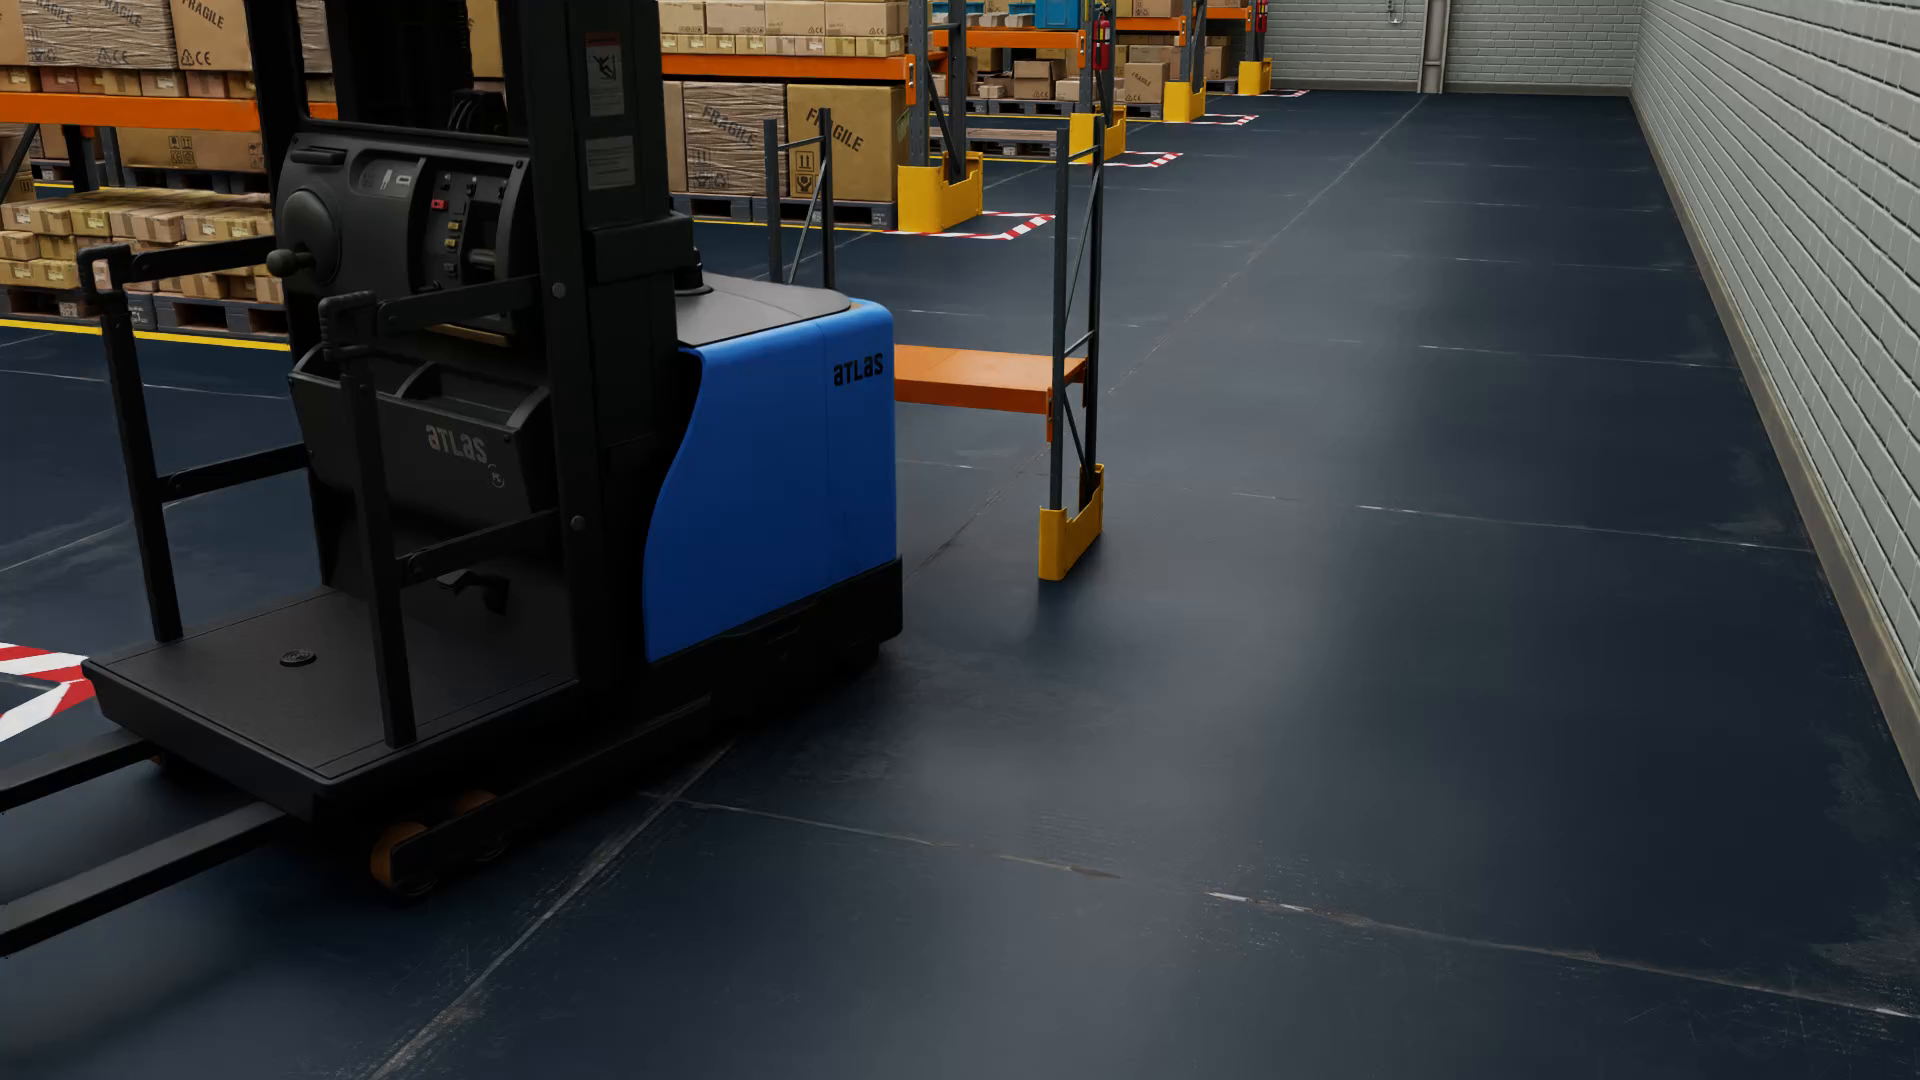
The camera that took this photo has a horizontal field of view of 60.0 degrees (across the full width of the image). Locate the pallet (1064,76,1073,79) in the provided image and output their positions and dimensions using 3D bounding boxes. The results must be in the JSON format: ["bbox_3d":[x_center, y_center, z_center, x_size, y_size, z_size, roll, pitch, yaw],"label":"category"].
[{"bbox_3d":[1.620,-7.625,27.630,1.213,0.211,1.003,7,20,18],"label":"pallet"}]

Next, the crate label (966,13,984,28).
[{"bbox_3d":[0.085,-5.530,17.692,0.243,0.136,0.396,7,20,18],"label":"crate label"}]

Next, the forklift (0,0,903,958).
[{"bbox_3d":[-1.470,-0.761,3.806,1.130,2.935,3.031,14,24,35],"label":"forklift"}]

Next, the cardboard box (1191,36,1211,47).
[{"bbox_3d":[3.831,-7.942,26.478,0.250,0.149,0.380,6,20,17],"label":"cardboard box"}]

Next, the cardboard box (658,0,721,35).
[{"bbox_3d":[-2.169,-4.200,13.344,0.500,0.250,0.500,7,20,18],"label":"cardboard box"}]

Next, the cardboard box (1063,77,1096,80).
[{"bbox_3d":[1.719,-6.240,22.929,0.500,0.250,0.500,7,20,18],"label":"cardboard box"}]

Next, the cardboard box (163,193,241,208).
[{"bbox_3d":[-4.539,-1.980,9.989,0.250,0.149,0.380,7,20,20],"label":"cardboard box"}]

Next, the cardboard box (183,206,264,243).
[{"bbox_3d":[-4.167,-1.790,9.444,0.250,0.149,0.380,6,20,16],"label":"cardboard box"}]

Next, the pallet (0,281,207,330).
[{"bbox_3d":[-5.026,-1.518,10.111,1.213,0.211,1.003,7,20,18],"label":"pallet"}]

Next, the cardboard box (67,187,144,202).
[{"bbox_3d":[-5.251,-2.072,10.253,0.250,0.149,0.380,7,20,20],"label":"cardboard box"}]

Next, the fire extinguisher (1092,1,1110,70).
[{"bbox_3d":[1.448,-5.166,17.022,0.183,0.674,0.296,7,20,18],"label":"fire extinguisher"}]

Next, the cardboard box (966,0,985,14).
[{"bbox_3d":[0.182,-7.361,22.484,0.500,0.500,0.500,7,20,19],"label":"cardboard box"}]

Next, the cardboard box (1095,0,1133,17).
[{"bbox_3d":[2.080,-7.141,21.855,0.500,0.500,0.500,7,20,19],"label":"cardboard box"}]

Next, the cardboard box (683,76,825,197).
[{"bbox_3d":[-1.661,-3.333,13.672,0.875,0.875,0.875,7,20,18],"label":"cardboard box"}]

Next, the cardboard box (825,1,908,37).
[{"bbox_3d":[-0.715,-4.035,12.872,0.500,0.250,0.500,6,20,17],"label":"cardboard box"}]

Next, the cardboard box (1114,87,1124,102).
[{"bbox_3d":[2.136,-5.999,22.366,0.250,0.166,0.380,7,20,18],"label":"cardboard box"}]

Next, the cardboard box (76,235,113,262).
[{"bbox_3d":[-4.924,-1.736,9.741,0.250,0.149,0.380,6,20,18],"label":"cardboard box"}]

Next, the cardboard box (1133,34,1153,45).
[{"bbox_3d":[2.997,-8.170,27.131,0.250,0.149,0.380,7,20,19],"label":"cardboard box"}]

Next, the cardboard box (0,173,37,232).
[{"bbox_3d":[-6.283,-2.077,10.637,0.500,0.500,0.500,7,21,20],"label":"cardboard box"}]

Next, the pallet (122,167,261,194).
[{"bbox_3d":[-7.008,-3.435,15.609,1.213,0.211,1.003,7,20,18],"label":"pallet"}]

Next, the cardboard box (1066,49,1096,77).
[{"bbox_3d":[2.074,-7.898,27.337,0.500,0.500,0.700,6,20,18],"label":"cardboard box"}]

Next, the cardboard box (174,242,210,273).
[{"bbox_3d":[-4.201,-1.622,9.414,0.250,0.149,0.380,6,20,18],"label":"cardboard box"}]

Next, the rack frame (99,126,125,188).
[{"bbox_3d":[-7.728,-4.860,15.461,0.127,3.000,1.000,7,20,18],"label":"rack frame"}]

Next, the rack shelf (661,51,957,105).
[{"bbox_3d":[-2.060,-3.872,13.721,4.000,0.370,1.077,7,20,18],"label":"rack shelf"}]

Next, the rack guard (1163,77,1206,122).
[{"bbox_3d":[3.012,-5.903,22.252,0.348,0.500,1.175,7,20,18],"label":"rack guard"}]

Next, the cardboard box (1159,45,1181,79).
[{"bbox_3d":[3.539,-7.733,26.862,0.500,0.500,0.700,6,20,18],"label":"cardboard box"}]

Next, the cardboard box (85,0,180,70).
[{"bbox_3d":[-4.353,-2.836,9.050,0.500,0.500,0.500,6,20,17],"label":"cardboard box"}]

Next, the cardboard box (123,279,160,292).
[{"bbox_3d":[-4.674,-1.558,9.682,0.250,0.149,0.380,6,20,17],"label":"cardboard box"}]

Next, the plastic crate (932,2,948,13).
[{"bbox_3d":[-0.198,-5.789,18.289,0.300,0.233,0.416,7,20,18],"label":"plastic crate"}]

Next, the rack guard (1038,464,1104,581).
[{"bbox_3d":[0.398,-0.072,5.904,0.087,0.250,0.587,7,20,18],"label":"rack guard"}]

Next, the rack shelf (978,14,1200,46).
[{"bbox_3d":[1.195,-6.952,22.556,4.000,0.370,1.077,7,20,18],"label":"rack shelf"}]

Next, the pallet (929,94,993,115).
[{"bbox_3d":[-0.046,-6.116,23.302,1.213,0.211,1.003,7,20,18],"label":"pallet"}]

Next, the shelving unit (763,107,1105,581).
[{"bbox_3d":[-0.072,-0.716,5.853,1.083,1.500,0.587,7,20,18],"label":"shelving unit"}]

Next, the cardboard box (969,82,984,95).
[{"bbox_3d":[0.311,-6.374,23.468,0.250,0.149,0.380,7,20,18],"label":"cardboard box"}]

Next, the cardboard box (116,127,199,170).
[{"bbox_3d":[-7.082,-3.974,15.510,0.875,0.875,1.225,6,20,16],"label":"cardboard box"}]

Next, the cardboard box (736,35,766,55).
[{"bbox_3d":[-1.580,-3.923,13.156,0.250,0.149,0.380,6,20,17],"label":"cardboard box"}]

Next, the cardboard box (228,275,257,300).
[{"bbox_3d":[-3.922,-1.477,9.451,0.250,0.149,0.380,7,20,20],"label":"cardboard box"}]

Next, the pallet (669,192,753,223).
[{"bbox_3d":[-2.100,-2.873,13.999,1.213,0.211,1.003,7,20,18],"label":"pallet"}]

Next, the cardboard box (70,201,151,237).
[{"bbox_3d":[-4.919,-1.868,9.667,0.250,0.149,0.380,6,20,17],"label":"cardboard box"}]

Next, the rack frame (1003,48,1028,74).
[{"bbox_3d":[0.928,-9.048,27.477,0.127,3.000,1.000,7,20,18],"label":"rack frame"}]

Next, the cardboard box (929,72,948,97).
[{"bbox_3d":[-0.369,-6.333,23.104,0.500,0.311,0.500,7,20,18],"label":"cardboard box"}]

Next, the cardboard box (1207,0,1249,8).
[{"bbox_3d":[4.221,-8.810,26.337,0.700,0.700,0.980,7,21,21],"label":"cardboard box"}]

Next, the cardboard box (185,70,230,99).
[{"bbox_3d":[-3.984,-2.504,9.084,0.250,0.149,0.380,7,21,20],"label":"cardboard box"}]

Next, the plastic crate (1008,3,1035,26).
[{"bbox_3d":[0.708,-5.685,17.992,0.300,0.233,0.416,7,20,18],"label":"plastic crate"}]

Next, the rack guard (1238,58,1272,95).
[{"bbox_3d":[4.729,-7.433,26.641,0.348,0.500,1.175,7,20,18],"label":"rack guard"}]

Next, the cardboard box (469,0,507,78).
[{"bbox_3d":[-2.403,-2.621,8.434,0.500,0.500,0.500,7,20,19],"label":"cardboard box"}]

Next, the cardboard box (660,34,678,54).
[{"bbox_3d":[-2.306,-4.006,13.393,0.250,0.149,0.380,6,20,16],"label":"cardboard box"}]

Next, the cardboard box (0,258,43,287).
[{"bbox_3d":[-5.434,-1.610,9.830,0.250,0.149,0.380,6,20,16],"label":"cardboard box"}]

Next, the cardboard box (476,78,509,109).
[{"bbox_3d":[-2.294,-2.293,8.480,0.250,0.149,0.380,7,20,18],"label":"cardboard box"}]

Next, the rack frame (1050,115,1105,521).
[{"bbox_3d":[0.400,-0.663,5.698,0.032,1.500,0.500,7,20,18],"label":"rack frame"}]

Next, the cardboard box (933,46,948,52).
[{"bbox_3d":[-0.570,-8.356,28.120,0.750,0.750,0.750,7,20,20],"label":"cardboard box"}]

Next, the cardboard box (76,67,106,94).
[{"bbox_3d":[-4.720,-2.597,9.352,0.250,0.149,0.380,6,20,16],"label":"cardboard box"}]

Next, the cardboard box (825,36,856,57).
[{"bbox_3d":[-0.861,-3.841,12.919,0.250,0.149,0.380,7,20,19],"label":"cardboard box"}]
